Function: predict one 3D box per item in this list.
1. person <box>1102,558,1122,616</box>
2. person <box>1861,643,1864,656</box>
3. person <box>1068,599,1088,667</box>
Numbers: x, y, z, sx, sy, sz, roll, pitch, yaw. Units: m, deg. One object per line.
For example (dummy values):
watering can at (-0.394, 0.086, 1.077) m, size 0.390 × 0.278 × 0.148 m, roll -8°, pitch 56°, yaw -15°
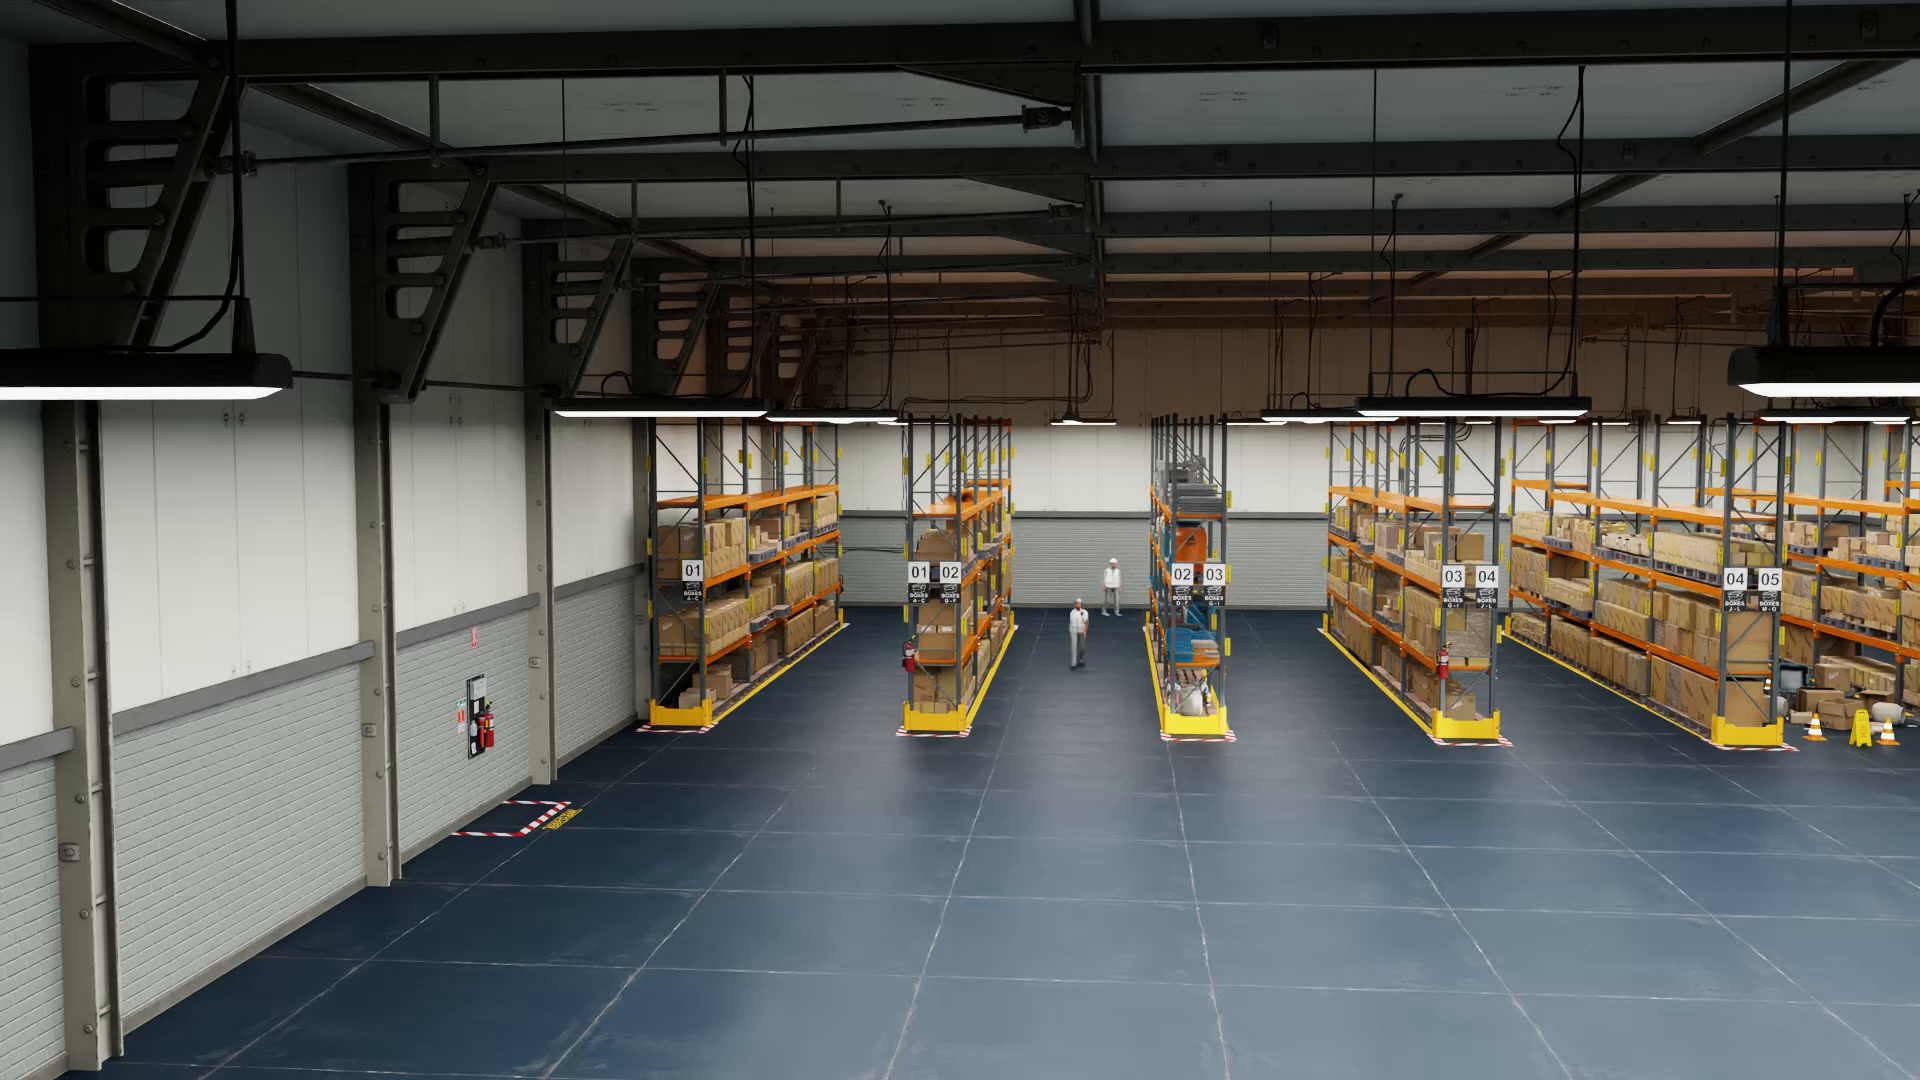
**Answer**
person at (4.660, 1.449, 50.749) m, size 0.603 × 1.769 × 0.591 m, roll -1°, pitch 4°, yaw -15°
person at (21.832, 2.135, 40.505) m, size 0.486 × 1.757 × 0.614 m, roll 2°, pitch 5°, yaw 32°
person at (2.847, 2.223, 40.005) m, size 0.475 × 1.606 × 0.932 m, roll 0°, pitch 4°, yaw 0°
